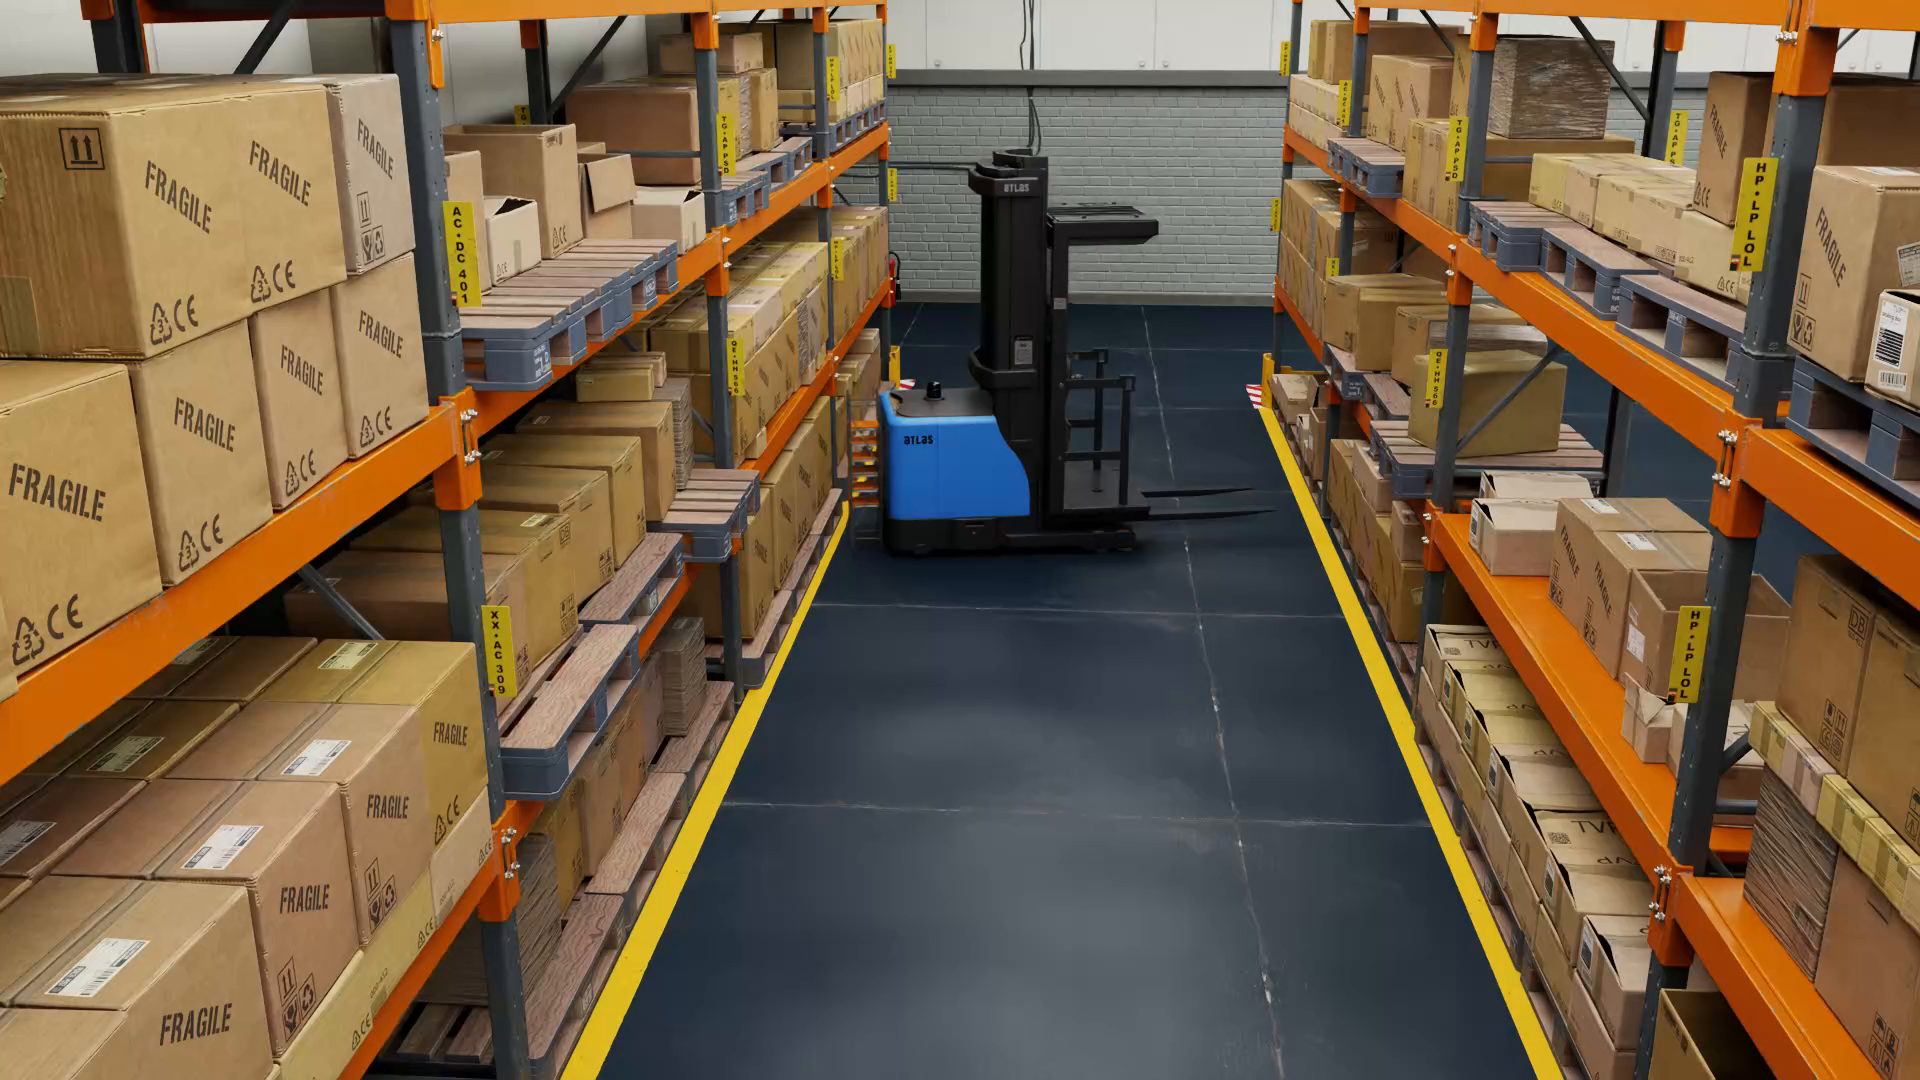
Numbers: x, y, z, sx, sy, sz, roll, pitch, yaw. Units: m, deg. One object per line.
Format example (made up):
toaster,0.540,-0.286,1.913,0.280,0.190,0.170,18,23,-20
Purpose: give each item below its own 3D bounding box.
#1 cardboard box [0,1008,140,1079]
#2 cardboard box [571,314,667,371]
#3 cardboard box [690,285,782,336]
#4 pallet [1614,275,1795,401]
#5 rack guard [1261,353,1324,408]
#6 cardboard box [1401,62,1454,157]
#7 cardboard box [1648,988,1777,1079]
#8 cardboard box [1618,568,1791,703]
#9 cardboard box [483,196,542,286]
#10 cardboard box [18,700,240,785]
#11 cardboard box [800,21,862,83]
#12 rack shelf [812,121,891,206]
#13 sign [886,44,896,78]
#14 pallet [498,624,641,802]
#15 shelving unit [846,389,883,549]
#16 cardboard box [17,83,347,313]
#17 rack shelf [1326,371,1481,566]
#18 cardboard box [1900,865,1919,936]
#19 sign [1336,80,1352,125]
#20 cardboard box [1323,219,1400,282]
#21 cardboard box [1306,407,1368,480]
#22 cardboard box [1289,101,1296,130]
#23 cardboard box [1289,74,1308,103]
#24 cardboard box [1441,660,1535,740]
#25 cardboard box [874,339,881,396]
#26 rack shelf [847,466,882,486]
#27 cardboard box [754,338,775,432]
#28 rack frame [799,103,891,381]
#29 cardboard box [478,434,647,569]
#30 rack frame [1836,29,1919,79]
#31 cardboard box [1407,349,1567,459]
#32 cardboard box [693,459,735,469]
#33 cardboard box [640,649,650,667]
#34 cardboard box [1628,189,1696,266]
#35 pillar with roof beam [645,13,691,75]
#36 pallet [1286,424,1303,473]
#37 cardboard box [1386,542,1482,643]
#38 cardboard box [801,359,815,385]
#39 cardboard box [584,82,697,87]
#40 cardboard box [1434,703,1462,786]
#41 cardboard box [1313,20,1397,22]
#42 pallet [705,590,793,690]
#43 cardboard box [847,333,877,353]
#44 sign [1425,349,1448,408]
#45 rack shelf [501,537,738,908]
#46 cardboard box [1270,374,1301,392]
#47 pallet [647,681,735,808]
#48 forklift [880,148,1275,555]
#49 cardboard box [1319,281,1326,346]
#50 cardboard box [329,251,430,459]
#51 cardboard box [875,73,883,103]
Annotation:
cardboard box,-1.953,1.269,3.238,0.500,0.500,0.500,1,18,2
cardboard box,-2.028,-1.168,9.794,0.500,0.250,0.500,2,18,5
cardboard box,-1.443,-1.478,10.743,0.500,0.250,0.500,1,18,4
pallet,2.902,-0.723,5.803,0.805,0.209,1.217,1,18,2
rack guard,3.707,-1.630,17.094,1.175,0.500,0.348,1,18,4
cardboard box,3.223,-2.750,10.685,0.600,0.600,0.600,1,18,2
cardboard box,2.507,1.773,5.231,0.500,0.500,0.500,1,18,4
cardboard box,2.961,0.436,6.614,0.500,0.500,0.500,3,18,8
cardboard box,-1.926,-1.166,6.315,0.500,0.311,0.500,2,18,6
cardboard box,-2.372,0.783,4.719,0.500,0.500,0.500,1,18,4
cardboard box,-1.124,-4.195,14.291,0.500,0.500,0.500,1,18,4
rack shelf,-1.372,-3.413,14.860,1.077,0.370,4.000,1,18,4
sign,-0.689,-4.743,16.468,0.100,0.325,0.005,1,18,4
pallet,-1.889,0.633,6.481,1.003,0.211,1.213,1,18,4
shelving unit,-0.725,-0.534,12.627,0.258,1.200,0.189,-2,18,-7
cardboard box,-1.883,-0.848,4.079,0.500,0.500,0.500,2,18,7
rack shelf,3.282,-0.636,11.202,1.077,0.370,4.000,1,18,4
cardboard box,2.568,0.926,4.077,0.380,0.149,0.250,1,18,2
sign,2.884,-3.280,12.468,0.100,0.325,0.005,1,18,4
cardboard box,3.204,-2.285,13.312,0.500,0.500,0.500,1,18,4
cardboard box,3.184,-0.804,13.866,0.500,0.500,0.500,1,18,4
cardboard box,3.422,-4.042,15.864,0.500,0.250,0.500,1,18,4
cardboard box,3.416,-4.279,15.786,0.500,0.250,0.500,1,18,4
cardboard box,2.779,0.803,8.495,0.500,0.311,0.500,1,18,3
cardboard box,-1.179,-1.743,16.765,0.700,0.500,0.500,1,18,4
rack shelf,-0.725,-0.492,12.641,0.258,0.103,0.180,-2,18,-7
cardboard box,-1.465,-0.972,10.402,0.500,0.500,0.500,2,18,6
rack frame,-1.229,-2.951,17.111,1.000,3.000,0.127,1,18,4
cardboard box,-1.893,-0.189,7.816,0.700,0.500,0.500,1,18,4
rack frame,8.653,-5.581,15.502,1.000,3.000,0.127,1,18,4
cardboard box,3.072,-0.802,9.718,0.700,0.500,0.500,-5,19,-15
cardboard box,-1.548,-0.453,9.861,0.380,0.149,0.250,1,18,3
cardboard box,-1.905,0.557,8.510,0.500,0.250,0.500,2,18,5
cardboard box,3.050,-1.261,6.702,0.500,0.250,0.500,0,18,-1
pillar with roof beam,1.966,-4.700,12.815,9.100,9.000,0.400,1,18,4
pallet,3.561,-0.867,15.230,1.003,0.211,1.213,1,18,4
cardboard box,2.972,0.326,10.418,0.500,0.500,0.500,2,18,6
cardboard box,-1.276,-1.246,12.278,0.380,0.149,0.250,1,18,4
cardboard box,-1.839,-2.466,9.947,0.700,0.500,0.500,0,18,1
cardboard box,2.773,1.063,8.604,0.500,0.250,0.500,1,18,2
cardboard box,3.692,-4.630,15.651,0.700,0.500,0.500,1,18,4
pallet,-1.671,0.616,10.705,1.003,0.211,1.213,1,18,4
cardboard box,-1.024,-1.928,16.287,0.380,0.149,0.250,2,18,5
sign,2.597,-0.879,9.055,0.100,0.325,0.005,1,18,4
rack shelf,-1.946,0.497,7.745,1.077,0.370,4.000,1,18,4
cardboard box,3.340,-1.573,16.779,0.380,0.149,0.250,1,18,4
pallet,-1.860,1.102,9.222,1.003,0.211,1.213,1,18,4
forklift,0.910,-1.460,12.671,3.031,2.935,1.130,-2,18,-7
cardboard box,3.206,-1.808,13.462,0.500,0.500,0.500,2,18,5
cardboard box,-1.879,-0.543,4.753,0.500,0.500,0.500,2,18,5
cardboard box,-1.017,-4.319,15.874,0.500,0.250,0.500,2,18,6
